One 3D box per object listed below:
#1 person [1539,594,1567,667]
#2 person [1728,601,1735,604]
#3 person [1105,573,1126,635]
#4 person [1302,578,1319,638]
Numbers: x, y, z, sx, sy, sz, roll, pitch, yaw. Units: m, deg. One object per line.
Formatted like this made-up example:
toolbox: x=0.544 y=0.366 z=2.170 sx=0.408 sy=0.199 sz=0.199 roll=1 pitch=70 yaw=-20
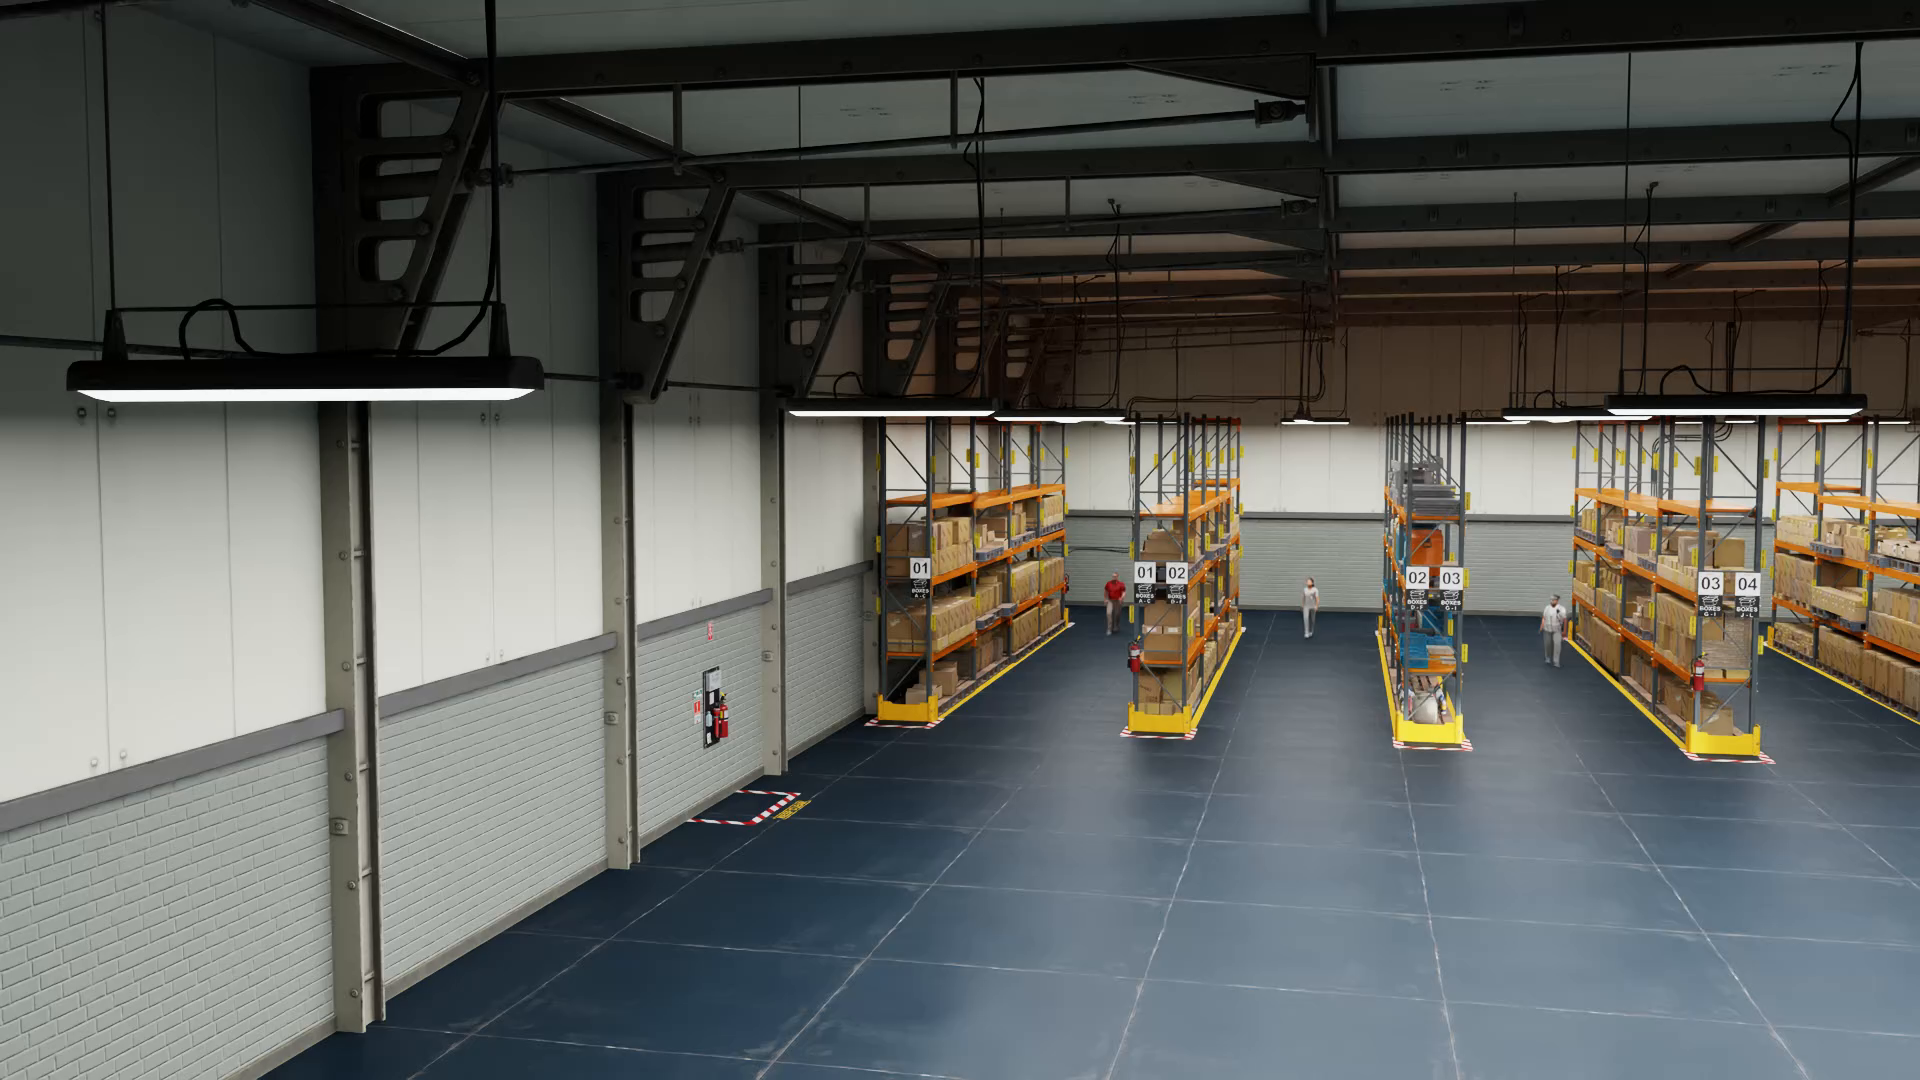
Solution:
person: x=14.238 y=2.151 z=39.922 sx=0.648 sy=1.727 sz=0.991 roll=1 pitch=4 yaw=17
person: x=19.851 y=2.055 z=42.502 sx=0.512 sy=1.549 sz=0.911 roll=1 pitch=4 yaw=18
person: x=4.309 y=1.765 z=46.303 sx=0.620 sy=1.717 sz=0.995 roll=1 pitch=4 yaw=12
person: x=9.533 y=1.840 z=45.236 sx=0.443 sy=1.613 sz=1.039 roll=1 pitch=4 yaw=10
